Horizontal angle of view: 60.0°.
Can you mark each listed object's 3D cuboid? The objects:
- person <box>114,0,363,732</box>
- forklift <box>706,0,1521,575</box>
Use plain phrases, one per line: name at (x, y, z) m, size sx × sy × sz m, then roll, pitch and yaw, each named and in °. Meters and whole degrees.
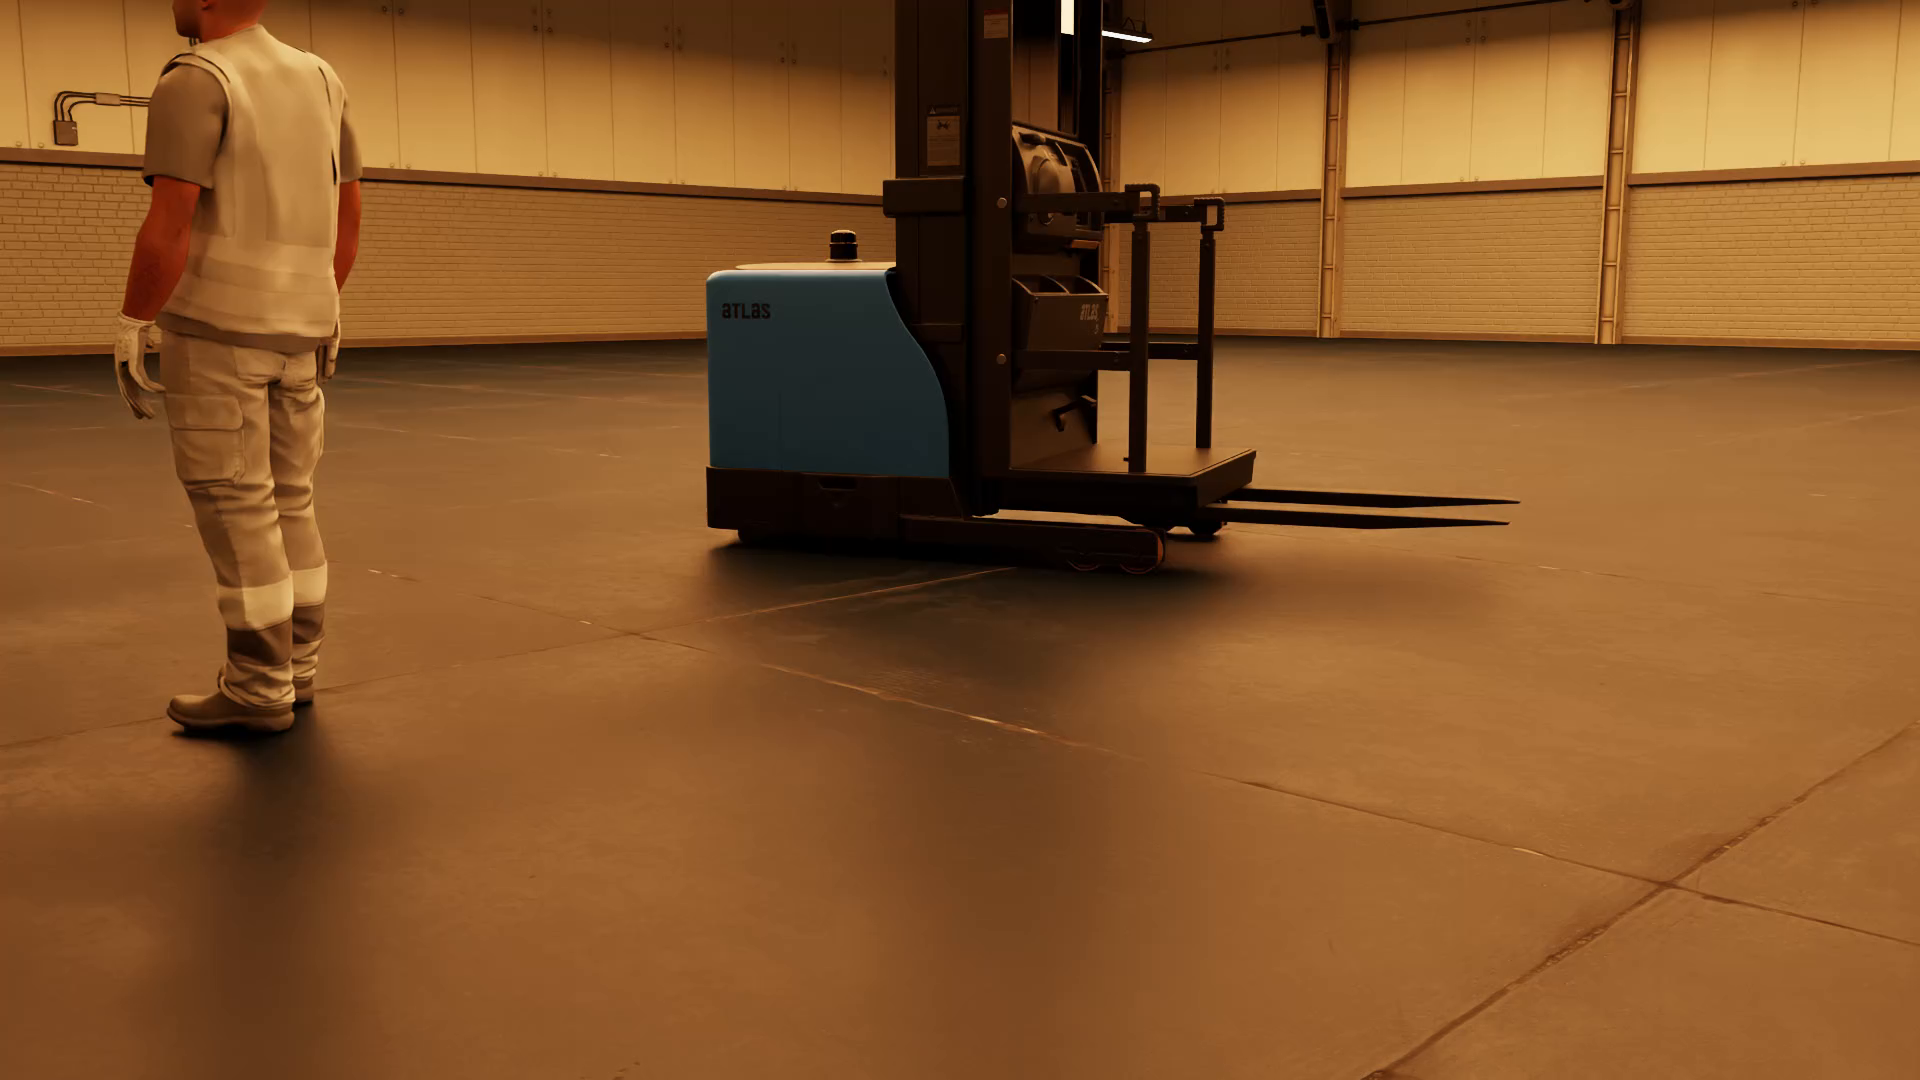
person at (-1.663, -0.460, 3.724) m, size 0.565 × 1.789 × 0.643 m, roll 3°, pitch 9°, yaw 19°
forklift at (0.565, -1.416, 6.275) m, size 3.031 × 2.935 × 1.130 m, roll 3°, pitch 9°, yaw 22°
